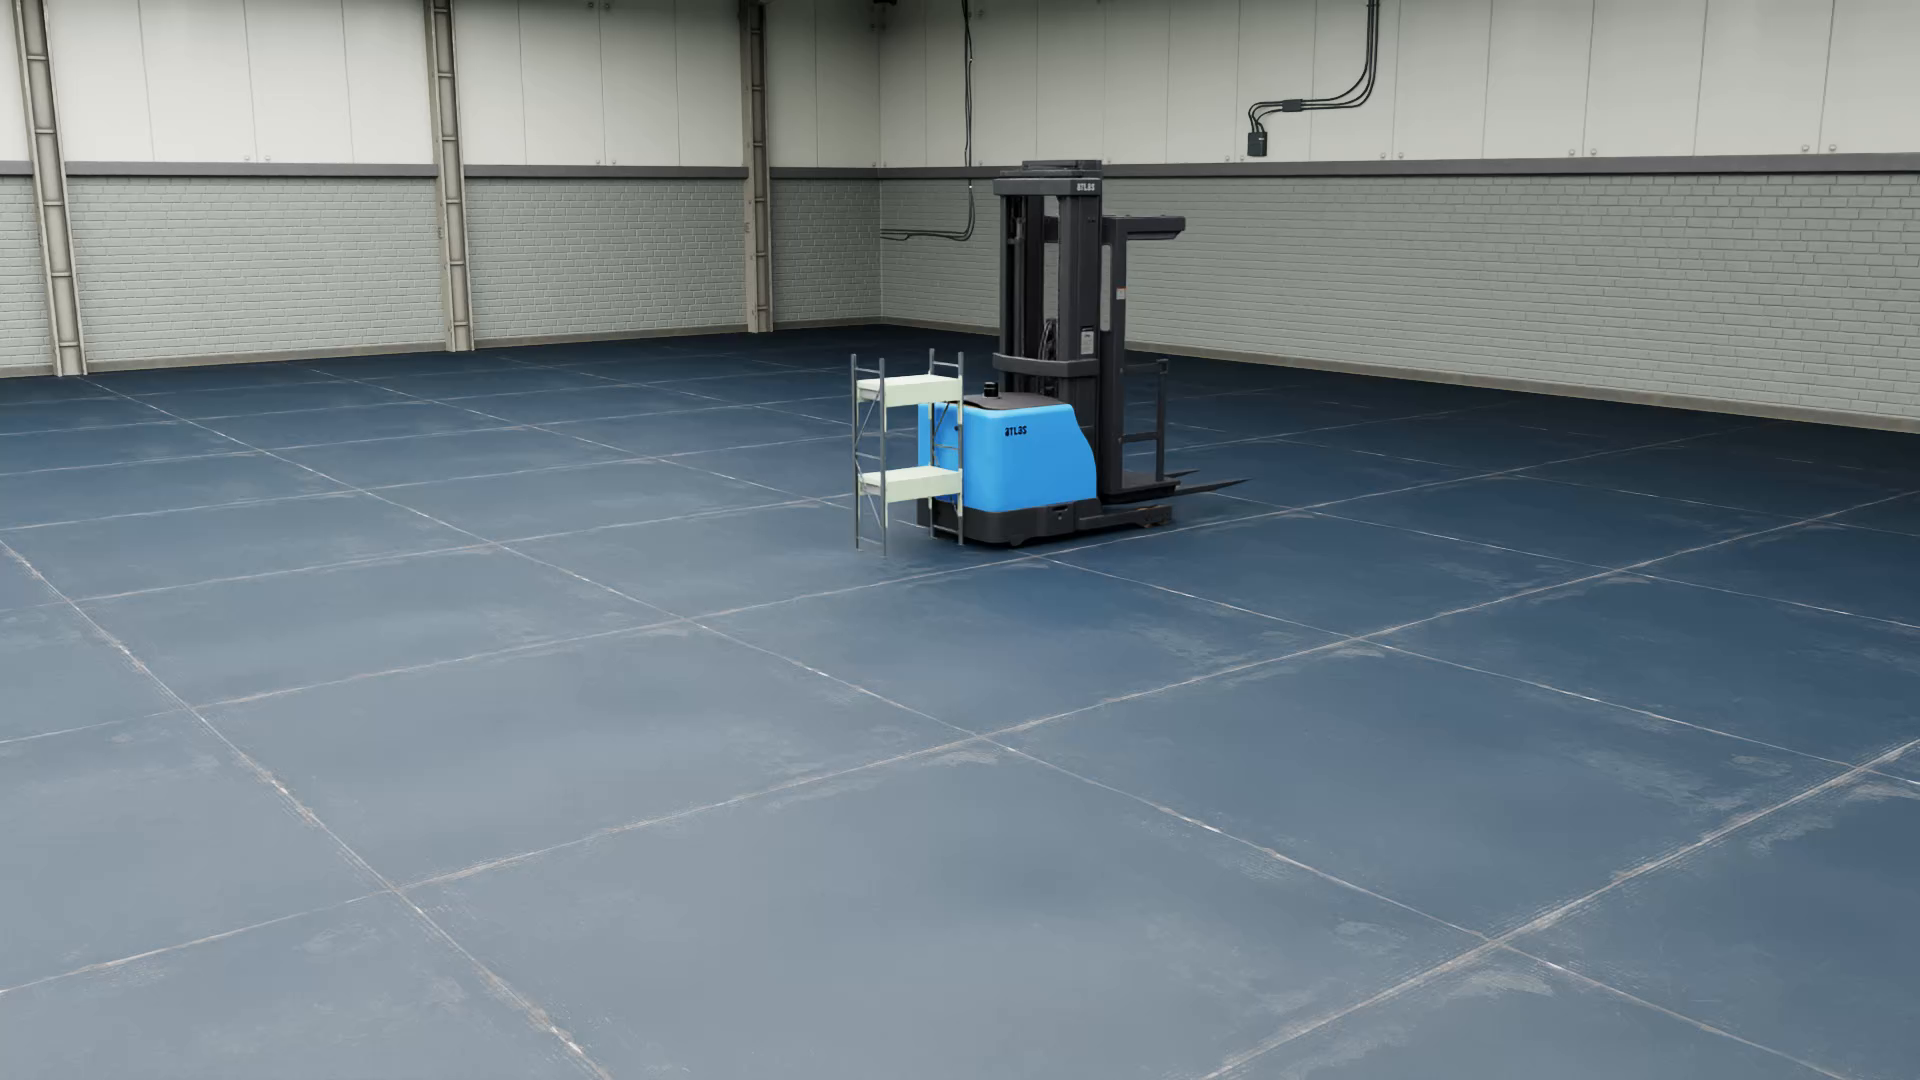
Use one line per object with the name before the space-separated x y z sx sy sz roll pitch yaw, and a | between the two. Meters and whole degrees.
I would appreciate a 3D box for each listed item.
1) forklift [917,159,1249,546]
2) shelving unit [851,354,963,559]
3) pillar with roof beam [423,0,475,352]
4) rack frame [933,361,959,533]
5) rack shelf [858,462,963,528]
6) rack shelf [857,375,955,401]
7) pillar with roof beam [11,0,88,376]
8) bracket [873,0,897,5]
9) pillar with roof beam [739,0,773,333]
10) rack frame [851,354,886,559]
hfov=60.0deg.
forklift | 1.128 -1.608 13.645 3.031 2.935 1.130 -9 15 -37
shelving unit | -0.396 -0.670 12.673 0.748 1.500 0.431 -9 15 -37
pillar with roof beam | -5.844 -6.942 24.159 0.400 9.000 9.100 -9 15 -38
rack frame | -0.105 -0.717 12.895 0.010 1.308 0.380 -9 15 -37
rack shelf | -0.393 -0.351 12.743 0.720 0.370 0.431 -9 15 -37
rack shelf | -0.393 -1.148 12.574 0.686 0.124 0.368 -9 15 -37
pillar with roof beam | -10.529 -6.164 20.492 0.400 9.000 9.100 -9 15 -38
bracket | -1.451 -10.484 32.170 0.430 0.232 0.235 -9 15 -38
pillar with roof beam | -1.158 -7.721 27.825 0.400 9.000 9.100 -9 15 -38
rack frame | -0.683 -0.624 12.455 0.023 1.500 0.400 -9 15 -37
